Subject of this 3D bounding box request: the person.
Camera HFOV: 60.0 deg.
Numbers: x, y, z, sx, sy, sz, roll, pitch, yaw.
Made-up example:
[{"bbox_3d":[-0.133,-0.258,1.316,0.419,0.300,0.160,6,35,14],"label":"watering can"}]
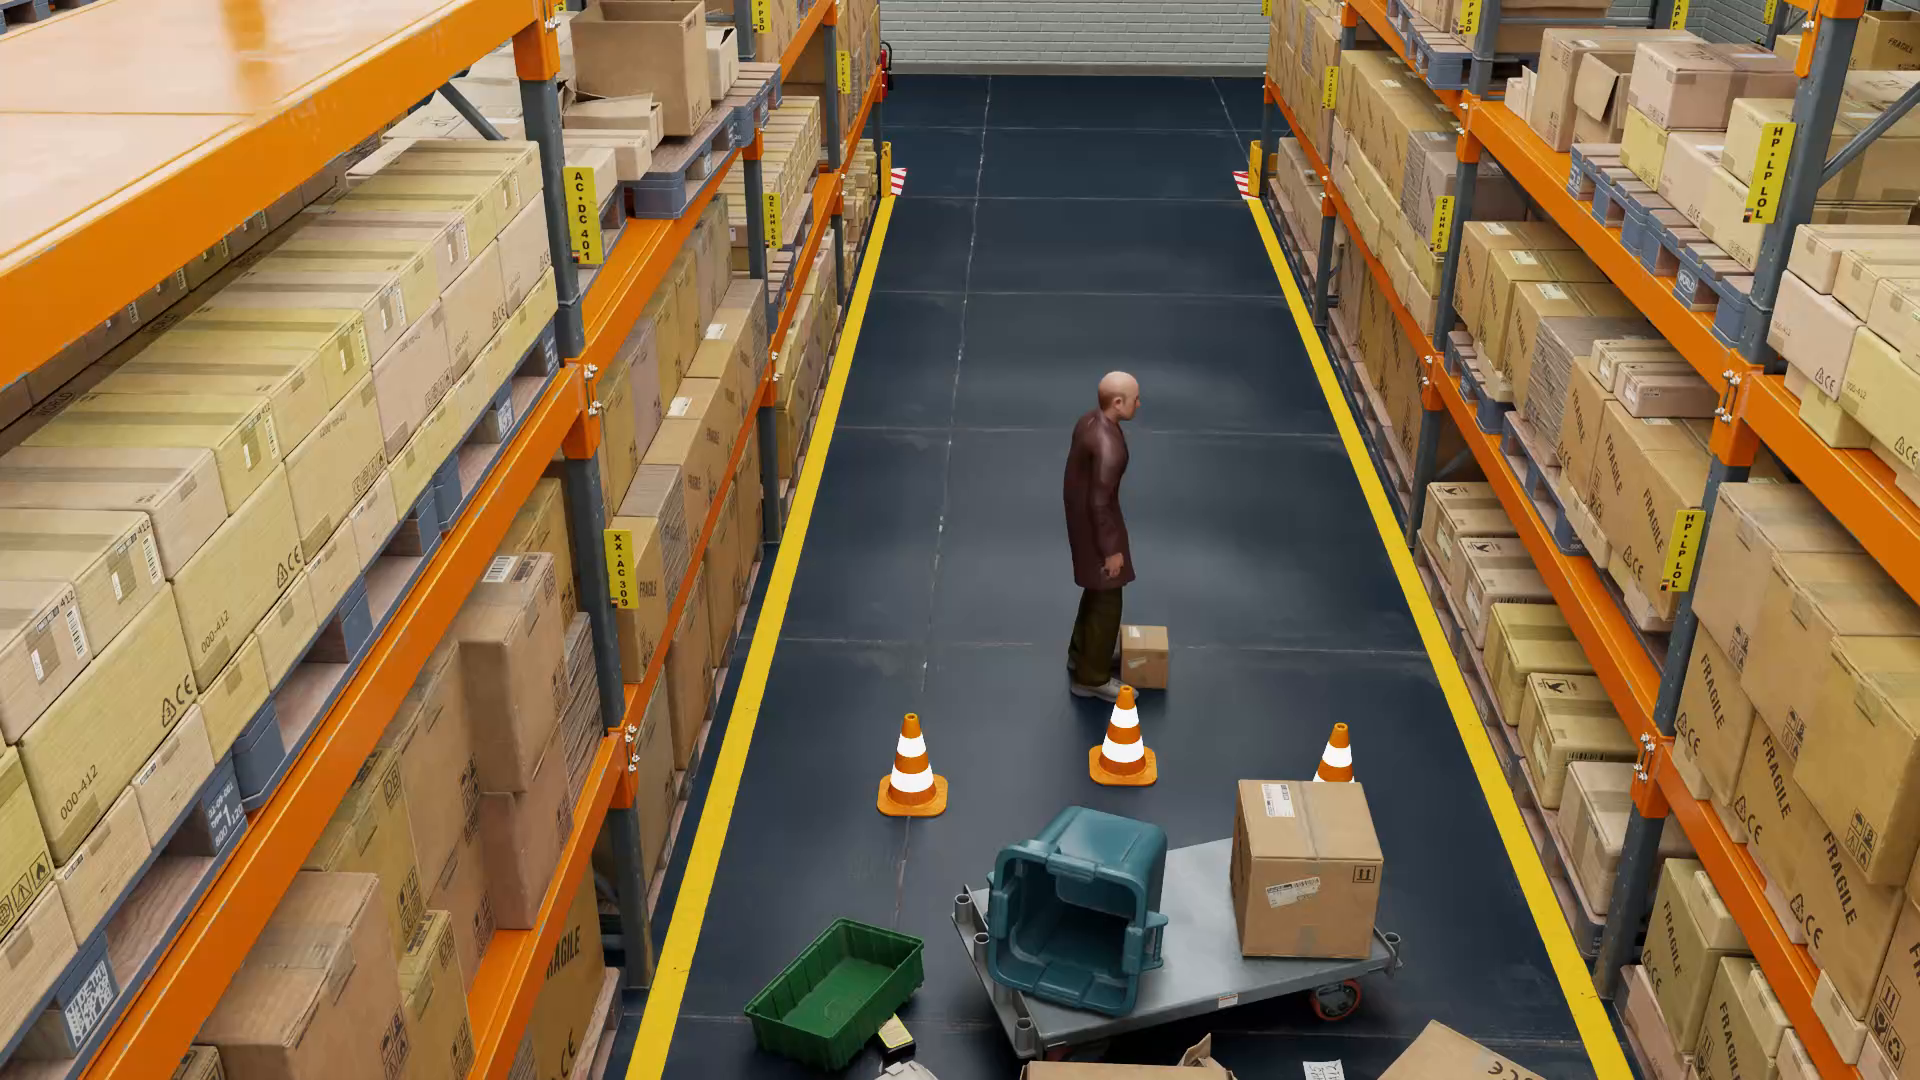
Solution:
[{"bbox_3d":[0.749,-0.041,8.717,0.429,1.772,0.644,0,28,-1],"label":"person"}]
